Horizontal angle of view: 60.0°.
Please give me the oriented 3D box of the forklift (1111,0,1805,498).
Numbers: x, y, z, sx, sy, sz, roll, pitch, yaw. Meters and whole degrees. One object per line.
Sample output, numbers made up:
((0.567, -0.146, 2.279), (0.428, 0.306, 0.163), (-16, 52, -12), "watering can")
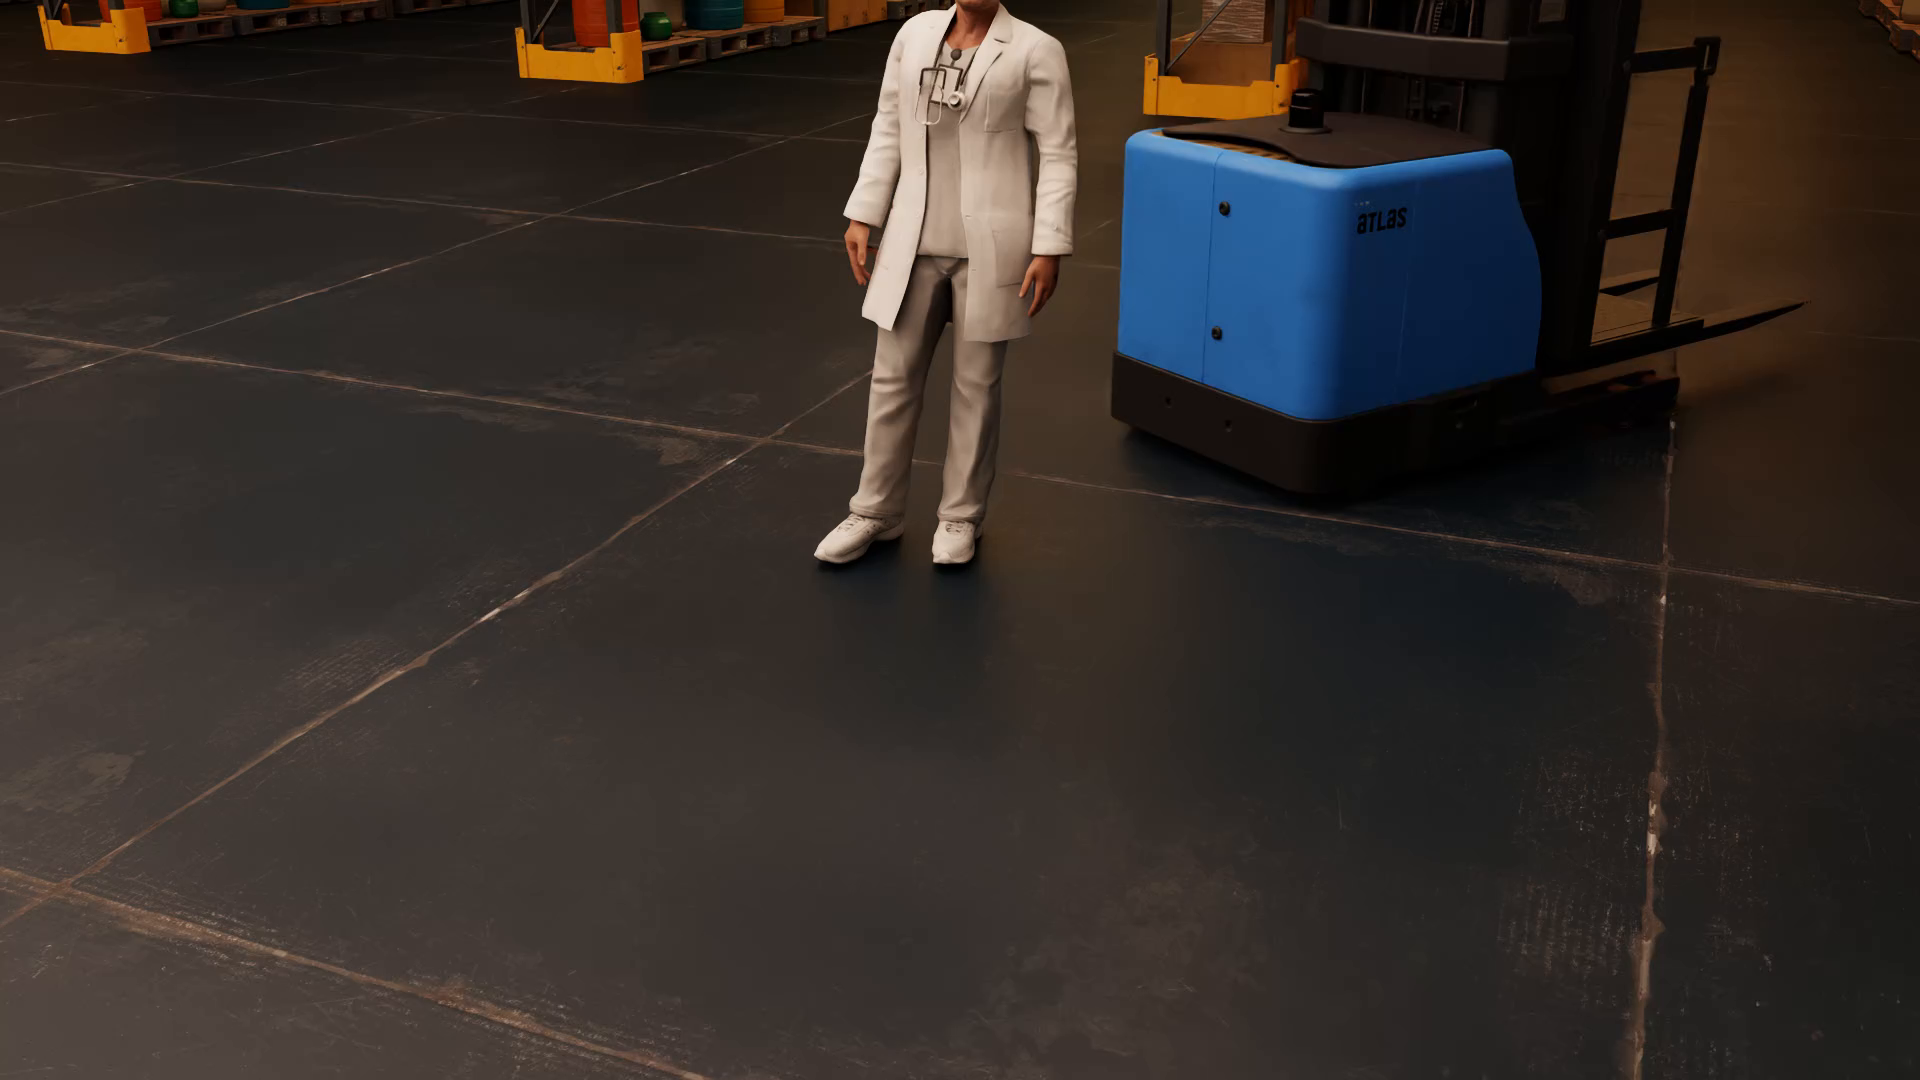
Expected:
((2.050, -1.909, 5.859), (3.031, 2.935, 1.130), (-15, 27, -31), "forklift")

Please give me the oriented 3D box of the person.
((-0.038, -0.795, 4.670), (0.698, 1.778, 0.578), (9, 24, 21), "person")
